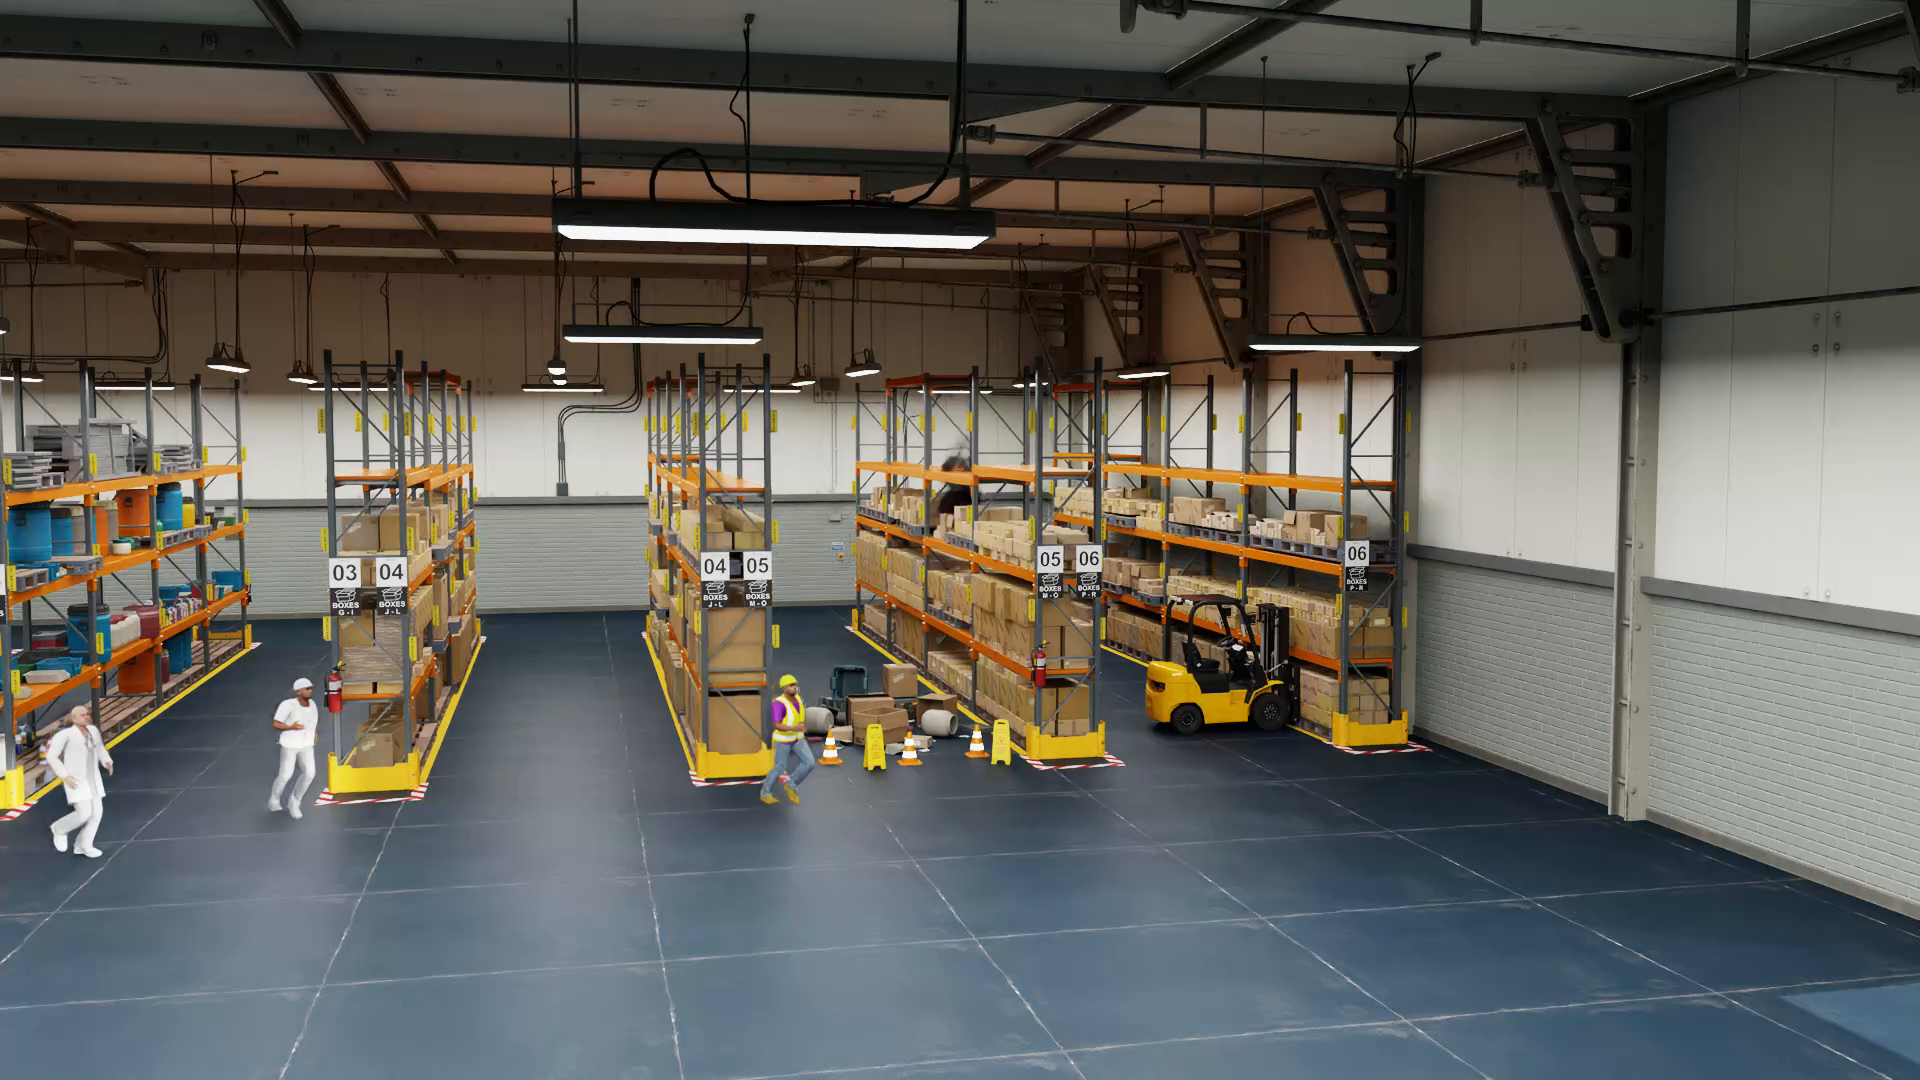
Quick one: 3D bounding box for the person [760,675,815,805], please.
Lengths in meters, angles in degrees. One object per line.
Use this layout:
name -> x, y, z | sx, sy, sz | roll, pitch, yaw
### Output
person -> -2.214, 2.606, 21.704 | 0.844, 1.731, 0.715 | 3, 5, 36

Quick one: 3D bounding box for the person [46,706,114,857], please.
person -> -10.229, 2.792, 19.325 | 0.634, 1.750, 0.731 | 1, 4, 20

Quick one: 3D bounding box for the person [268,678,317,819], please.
person -> -8.469, 2.663, 21.336 | 0.695, 1.777, 0.704 | 3, 5, 41
